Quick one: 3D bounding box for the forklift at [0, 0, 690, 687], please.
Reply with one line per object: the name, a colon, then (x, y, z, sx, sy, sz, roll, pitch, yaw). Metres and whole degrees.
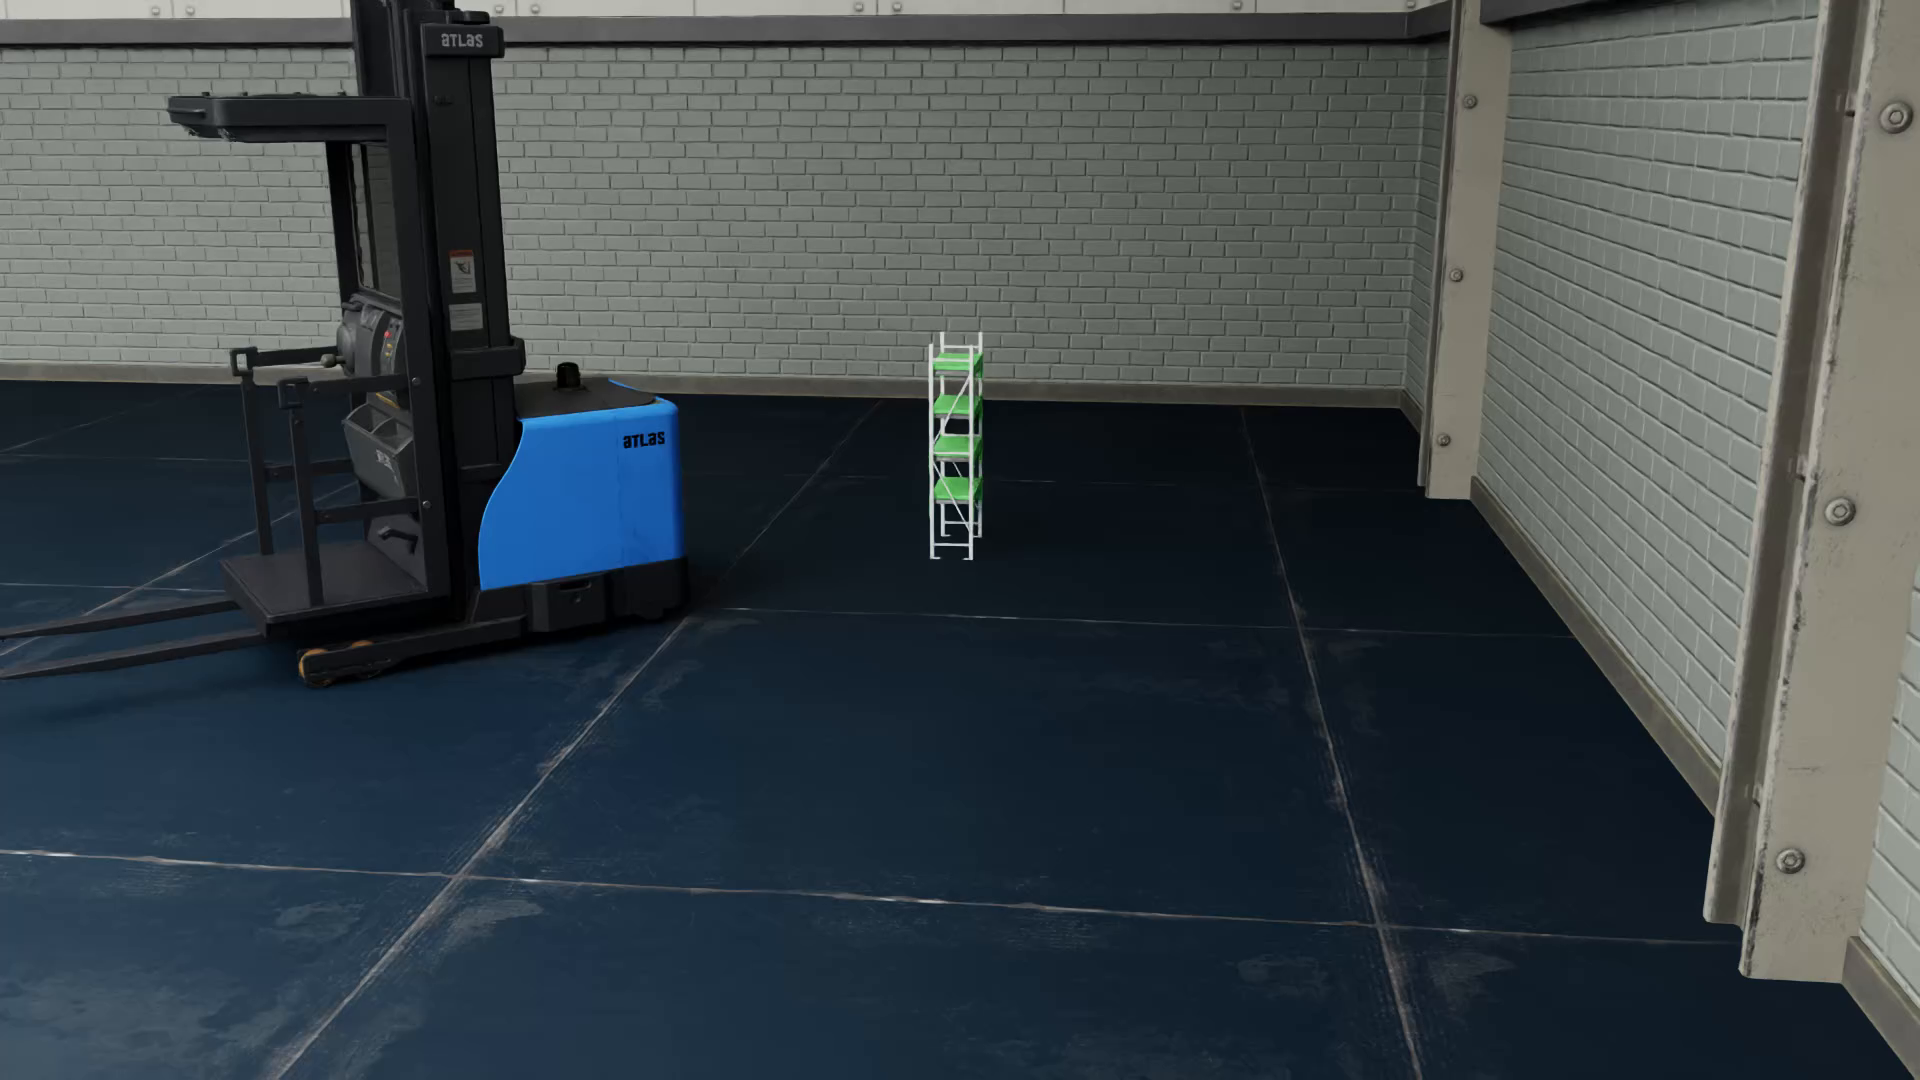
forklift: (-2.851, -0.929, 7.482, 3.031, 2.935, 1.130, -10, 18, -32)

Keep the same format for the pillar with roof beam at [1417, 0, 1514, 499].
pillar with roof beam: (-1.115, -4.785, 10.119, 9.100, 9.000, 0.400, 2, 15, 6)

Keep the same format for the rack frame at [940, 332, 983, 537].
rack frame: (0.009, -0.600, 9.581, 0.240, 1.200, 0.015, 2, 15, 6)

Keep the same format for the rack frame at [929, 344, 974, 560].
rack frame: (-0.046, -0.473, 9.113, 0.240, 1.200, 0.015, 2, 15, 6)

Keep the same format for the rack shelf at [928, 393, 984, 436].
rack shelf: (-0.019, -0.706, 9.301, 0.258, 0.148, 0.480, 2, 15, 6)

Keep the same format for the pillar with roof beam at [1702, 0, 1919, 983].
pillar with roof beam: (-1.792, -3.229, 4.364, 9.100, 9.000, 0.400, 2, 15, 6)

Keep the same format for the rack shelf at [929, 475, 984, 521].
rack shelf: (-0.019, -0.243, 9.426, 0.258, 0.148, 0.480, 2, 15, 6)

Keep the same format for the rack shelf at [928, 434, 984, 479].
rack shelf: (-0.019, -0.475, 9.363, 0.258, 0.148, 0.480, 2, 15, 6)

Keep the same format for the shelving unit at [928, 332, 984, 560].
shelving unit: (-0.019, -0.536, 9.347, 0.258, 1.200, 0.503, 2, 15, 6)

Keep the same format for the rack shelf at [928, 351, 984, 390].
rack shelf: (-0.019, -0.938, 9.238, 0.258, 0.148, 0.480, 2, 15, 6)
